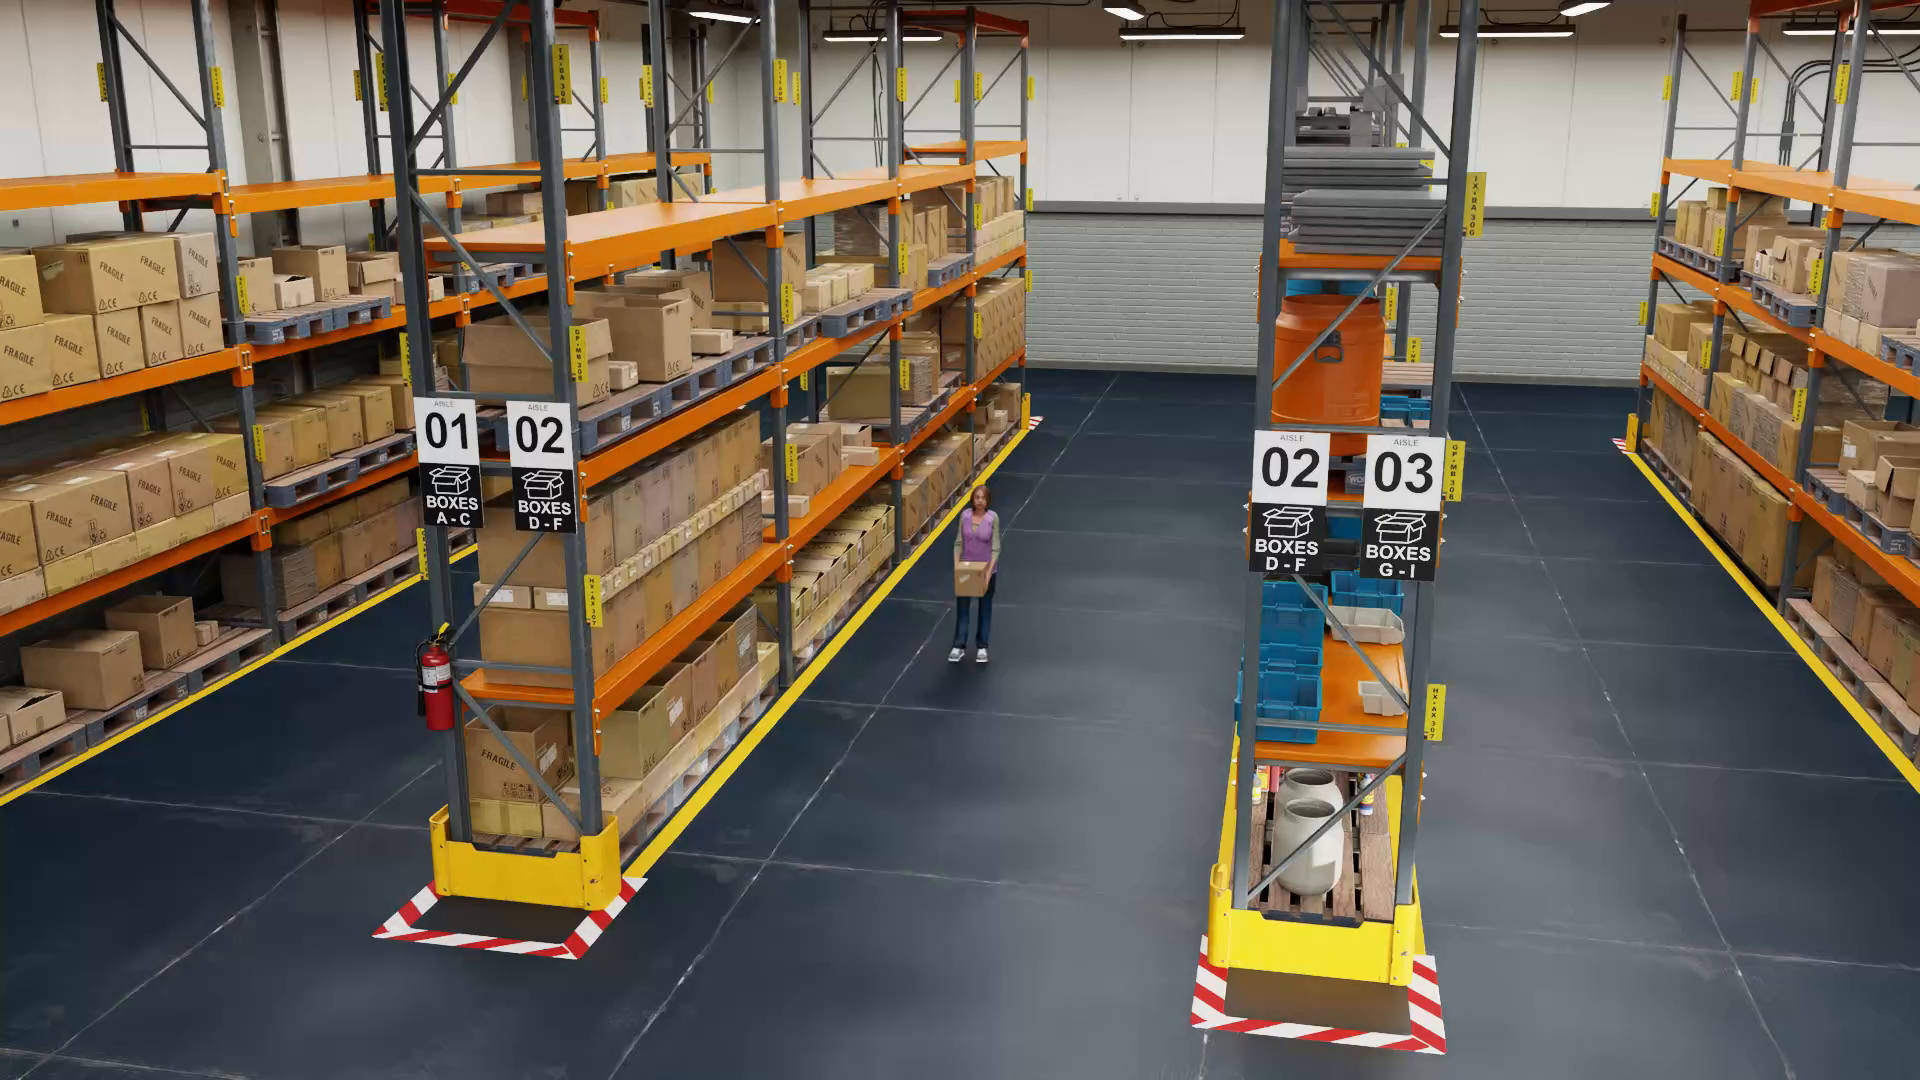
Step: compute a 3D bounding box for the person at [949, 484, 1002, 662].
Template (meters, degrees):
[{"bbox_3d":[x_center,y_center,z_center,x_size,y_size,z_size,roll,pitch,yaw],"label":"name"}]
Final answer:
[{"bbox_3d":[0.142,0.304,14.884,0.454,1.600,0.417,3,15,13],"label":"person"}]
